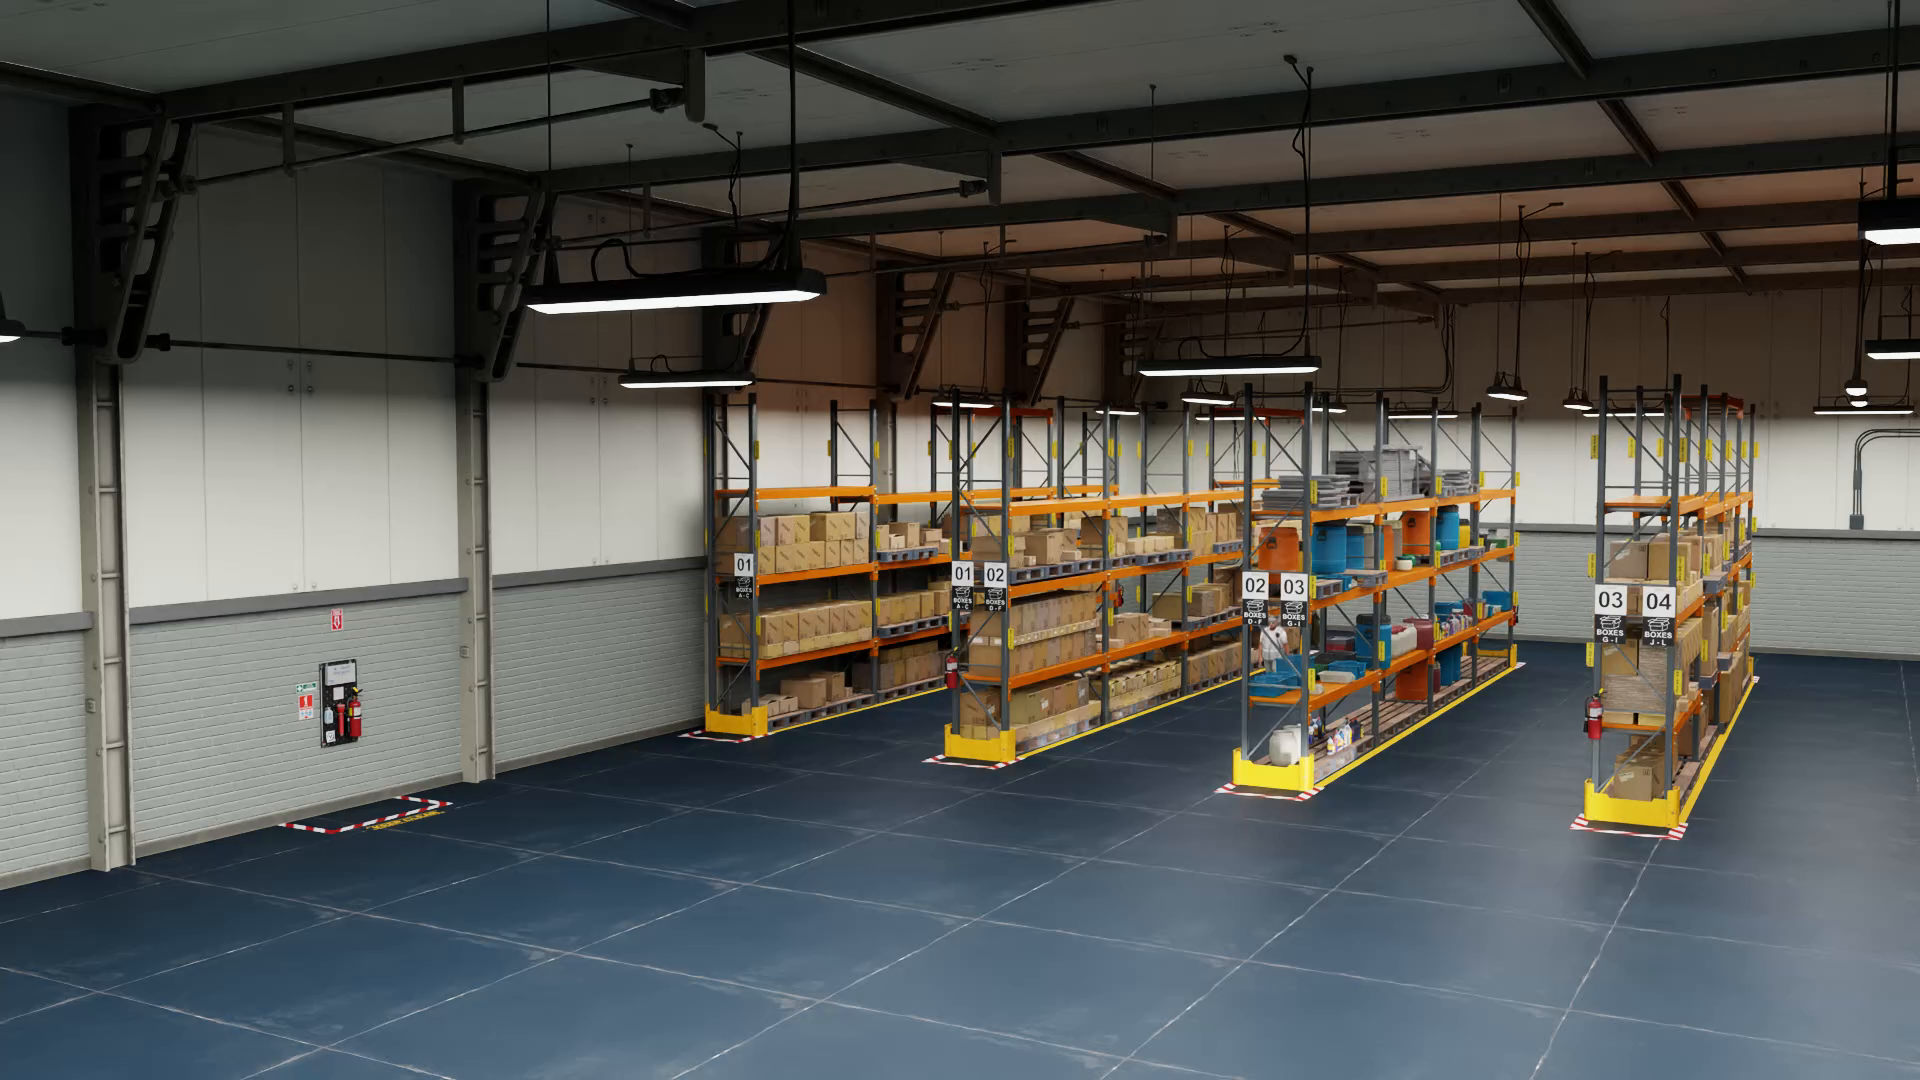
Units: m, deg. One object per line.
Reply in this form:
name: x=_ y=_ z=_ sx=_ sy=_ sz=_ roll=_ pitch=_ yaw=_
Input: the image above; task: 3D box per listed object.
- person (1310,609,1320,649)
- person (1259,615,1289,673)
person: x=8.802 y=1.849 z=41.909 sx=0.653 sy=1.767 sz=0.740 roll=-3 pitch=4 yaw=-44
person: x=6.178 y=2.337 z=32.920 sx=0.578 sy=1.718 sz=0.963 roll=2 pitch=4 yaw=34
